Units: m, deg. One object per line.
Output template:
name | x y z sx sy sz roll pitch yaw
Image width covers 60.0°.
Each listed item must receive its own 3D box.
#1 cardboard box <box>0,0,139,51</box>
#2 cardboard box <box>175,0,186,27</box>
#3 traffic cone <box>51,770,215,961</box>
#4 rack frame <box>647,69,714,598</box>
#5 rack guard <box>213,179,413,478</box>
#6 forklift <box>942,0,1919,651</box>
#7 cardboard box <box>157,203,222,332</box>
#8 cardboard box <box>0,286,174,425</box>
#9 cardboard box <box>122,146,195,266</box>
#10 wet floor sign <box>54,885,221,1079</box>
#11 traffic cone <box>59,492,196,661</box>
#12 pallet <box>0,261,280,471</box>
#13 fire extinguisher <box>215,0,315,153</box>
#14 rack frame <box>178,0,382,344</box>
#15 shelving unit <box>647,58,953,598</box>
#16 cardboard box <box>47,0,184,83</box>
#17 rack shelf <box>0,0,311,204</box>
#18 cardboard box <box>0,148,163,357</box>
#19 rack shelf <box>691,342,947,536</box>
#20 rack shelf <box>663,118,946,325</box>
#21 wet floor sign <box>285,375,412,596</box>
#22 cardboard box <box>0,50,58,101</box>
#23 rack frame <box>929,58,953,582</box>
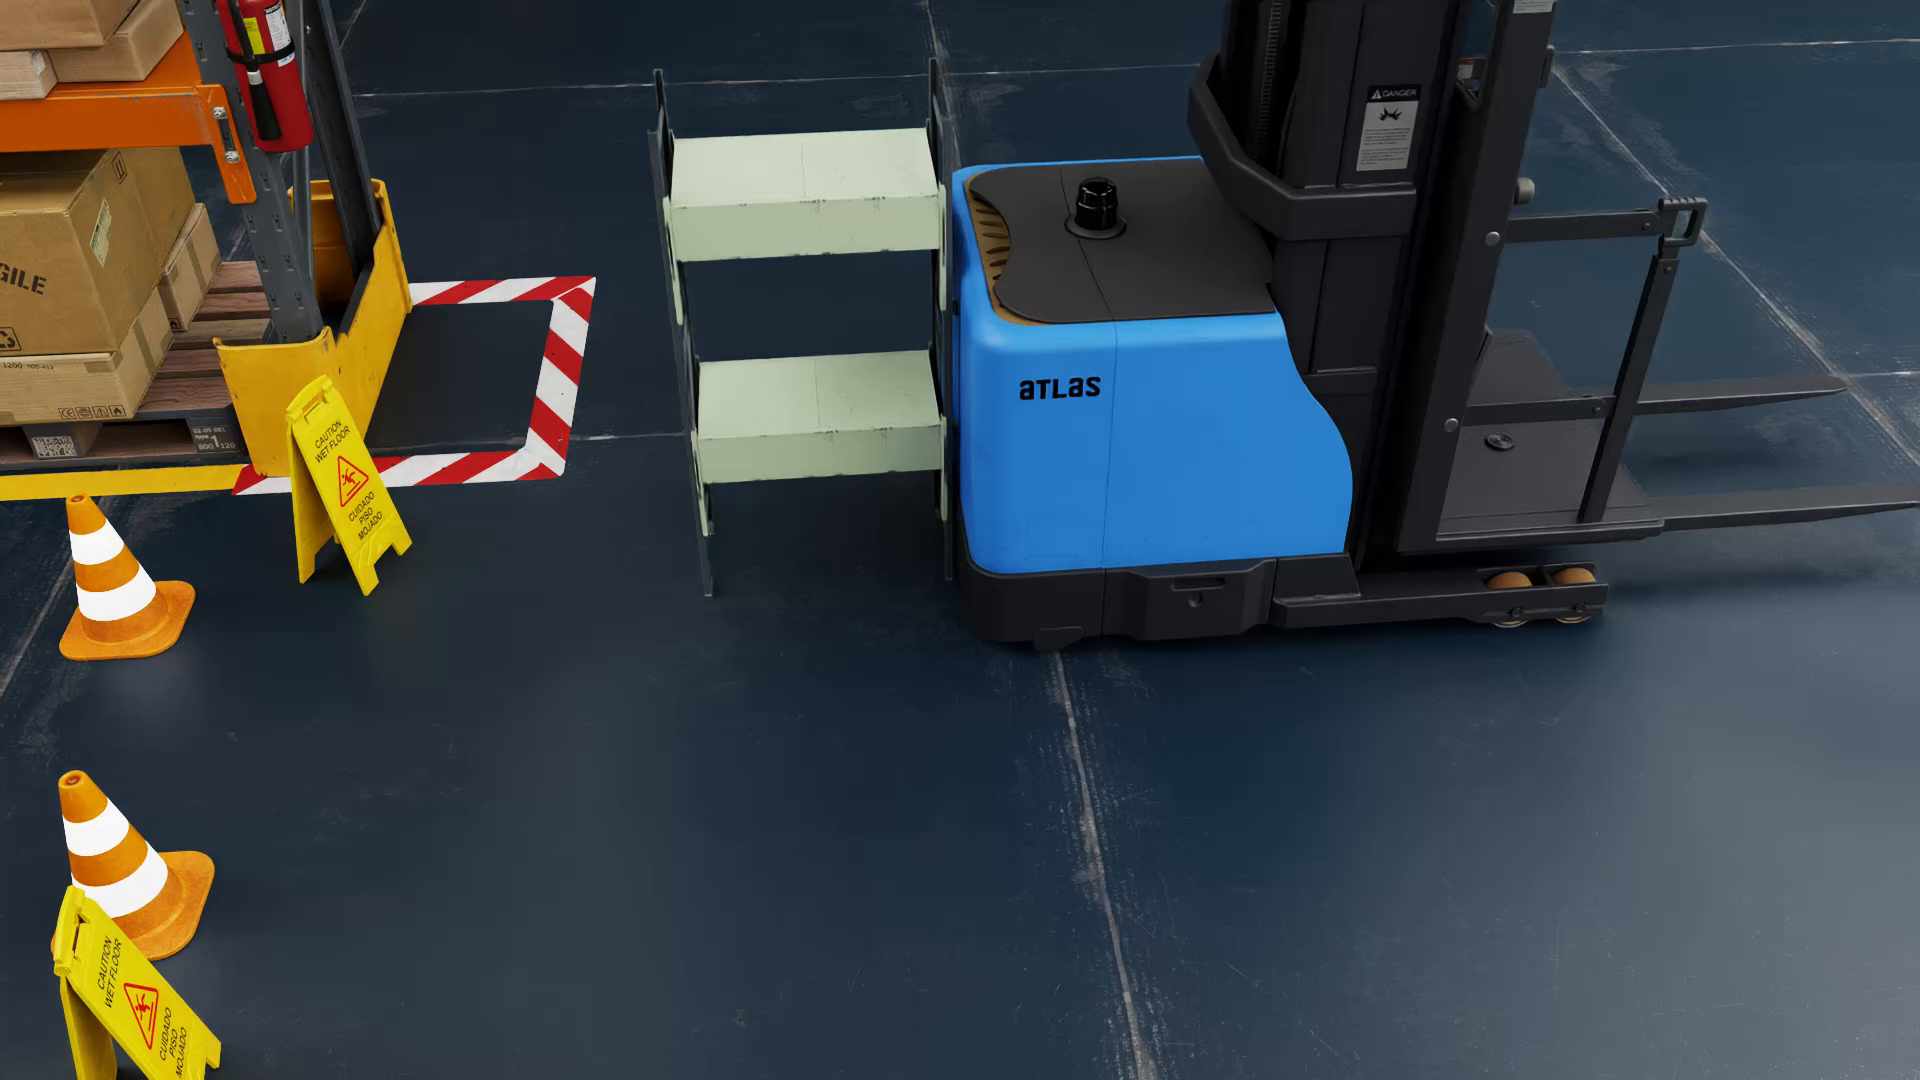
cardboard box | -2.671 -1.711 4.676 0.500 0.500 0.500 -4 38 -5
cardboard box | -2.512 -1.765 5.269 0.250 0.149 0.380 -3 38 -4
traffic cone | -2.032 0.727 3.955 0.334 0.463 0.336 -3 38 -4
rack frame | -0.781 -0.538 4.721 0.023 1.500 0.400 -4 38 -5
rack guard | -2.231 -0.769 5.821 0.348 0.500 1.175 -3 38 -4
forklift | 1.481 -1.215 4.423 3.031 2.935 1.130 -4 38 -5
cardboard box | -2.983 -0.967 5.934 0.500 0.250 0.500 -3 38 -4
cardboard box | -2.960 -0.629 5.506 0.500 0.250 0.500 -3 38 -4
cardboard box | -3.006 -1.259 5.700 0.500 0.500 0.500 -4 38 -5
wet floor sign | -1.762 0.995 3.468 0.232 0.644 0.267 -9 39 -12
traffic cone | -2.469 0.061 4.800 0.334 0.463 0.336 -3 38 -4
pallet | -3.043 -0.633 5.882 1.213 0.211 1.003 -3 38 -4
fire extinguisher | -2.000 -1.446 4.724 0.183 0.674 0.296 -3 38 -4
rack frame | -2.155 -1.755 5.052 0.127 3.000 1.000 -3 38 -4
shelving unit | -0.417 -0.561 4.750 0.755 1.500 0.431 -4 38 -5
cardboard box | -2.508 -1.504 4.937 0.250 0.149 0.380 -2 38 -2
rack shelf | -4.147 -1.363 5.136 4.000 0.370 1.077 -3 38 -4
cardboard box | -2.930 -0.930 5.282 0.500 0.500 0.500 -3 38 -4
rack shelf | -0.417 -0.305 4.952 0.720 0.370 0.431 -4 38 -5
rack shelf | -0.417 -0.868 4.509 0.720 0.370 0.431 -4 38 -5
wet floor sign | -1.871 -0.181 4.958 0.232 0.644 0.267 9 39 12
cardboard box | -2.751 -1.421 4.833 0.250 0.149 0.380 -4 38 -5
rack frame | -0.053 -0.585 4.780 0.023 1.500 0.400 -4 38 -5
